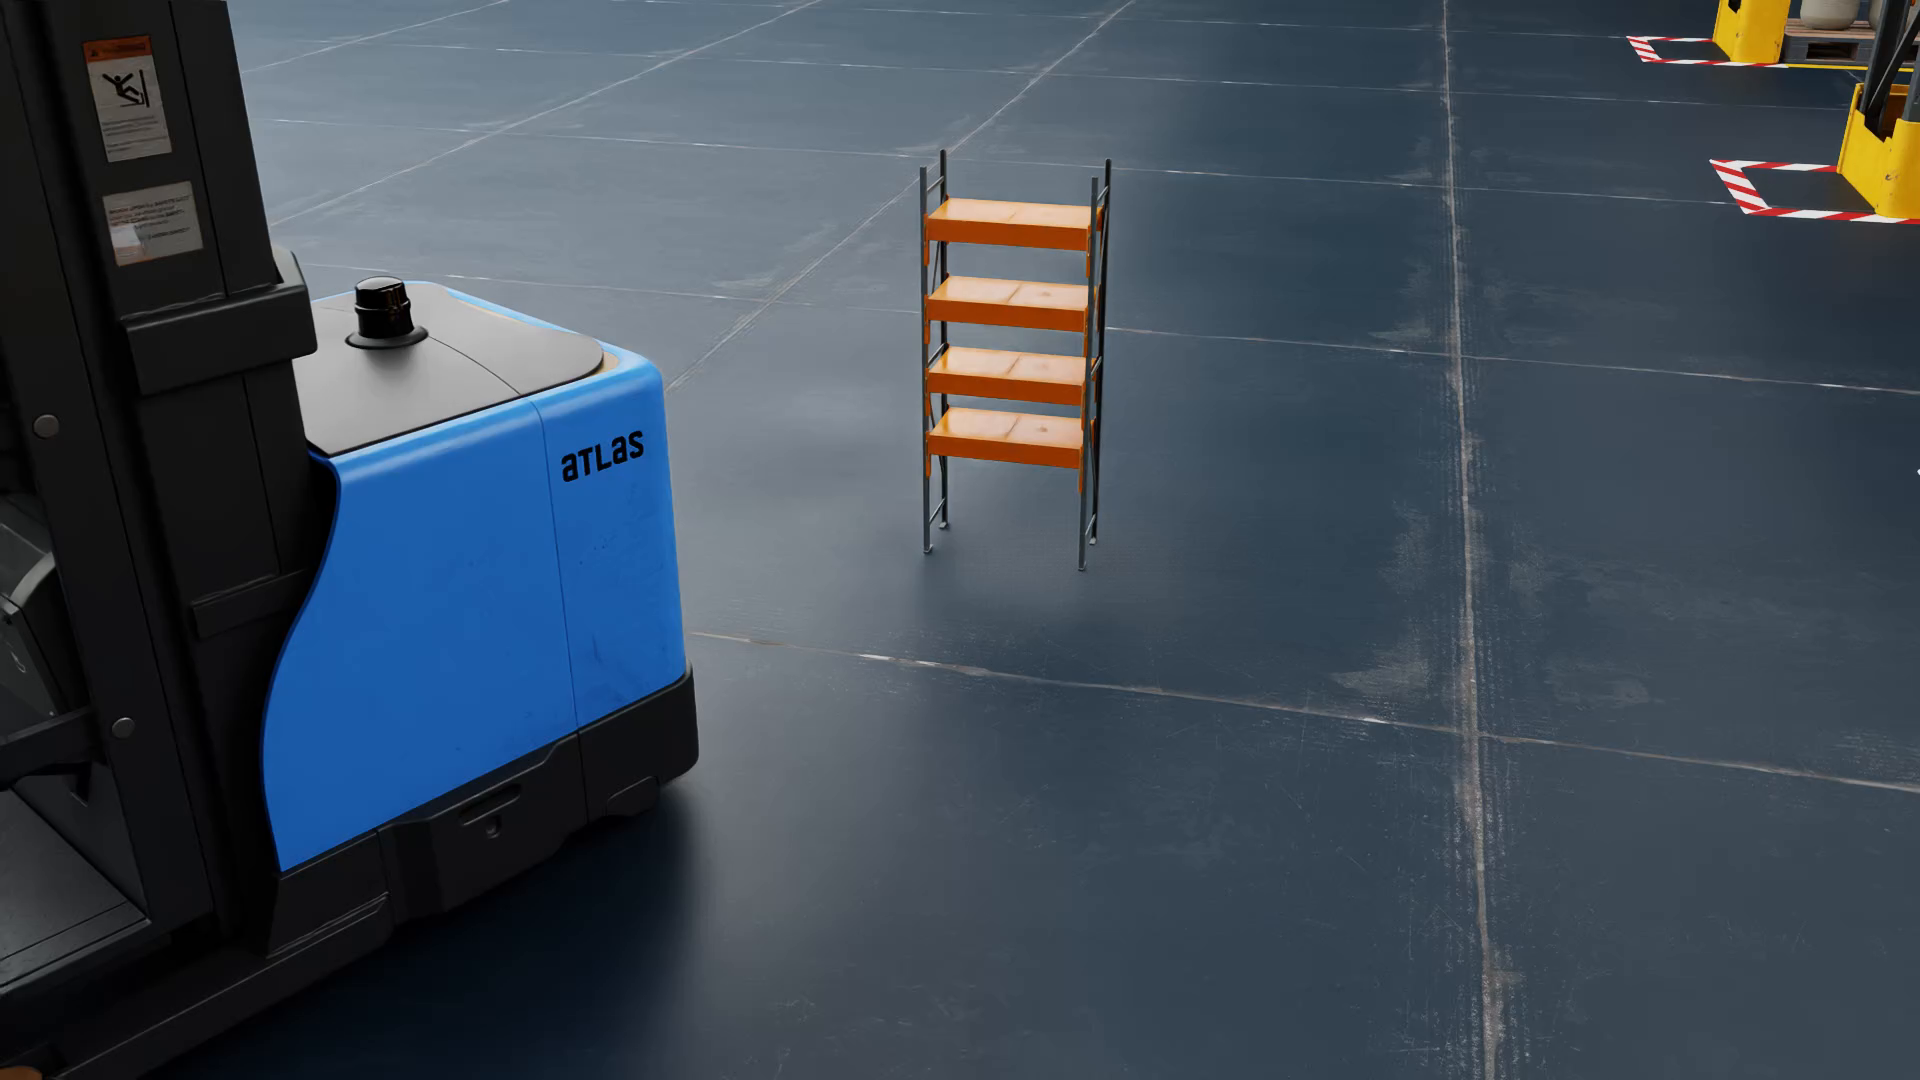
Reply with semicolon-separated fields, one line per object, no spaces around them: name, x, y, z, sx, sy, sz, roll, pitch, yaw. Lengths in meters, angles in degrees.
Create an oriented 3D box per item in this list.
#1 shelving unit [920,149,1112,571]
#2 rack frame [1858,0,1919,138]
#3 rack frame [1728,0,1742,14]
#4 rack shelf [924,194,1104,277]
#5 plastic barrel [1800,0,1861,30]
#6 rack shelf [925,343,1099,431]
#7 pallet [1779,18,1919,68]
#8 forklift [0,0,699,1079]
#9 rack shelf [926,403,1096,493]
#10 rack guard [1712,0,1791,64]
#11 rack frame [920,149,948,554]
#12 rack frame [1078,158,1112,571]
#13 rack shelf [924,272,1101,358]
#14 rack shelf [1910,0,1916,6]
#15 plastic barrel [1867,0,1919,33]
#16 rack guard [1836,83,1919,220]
shelving unit;0.160;-0.524;4.955;0.503;1.200;0.258;6;26;13
rack frame;5.144;-3.307;8.706;0.127;3.000;1.000;6;26;13
rack frame;6.377;-5.369;13.037;0.127;3.000;1.000;6;26;13
rack shelf;0.160;-0.879;4.786;0.480;0.148;0.258;6;26;13
plastic barrel;7.034;-4.396;13.400;0.421;0.512;0.421;0;25;0
rack shelf;0.160;-0.463;4.984;0.480;0.148;0.258;6;26;13
pallet;7.248;-4.032;13.473;1.213;0.211;1.003;6;26;13
forklift;-1.983;-0.406;2.692;1.130;2.935;3.031;21;33;37
rack shelf;0.160;-0.284;5.069;0.480;0.148;0.258;6;26;13
rack guard;6.463;-4.252;13.598;0.348;0.500;1.175;6;26;13
rack frame;-0.076;-0.550;5.010;0.015;1.200;0.240;6;26;13
rack frame;0.397;-0.498;4.900;0.015;1.200;0.240;6;26;13
rack shelf;0.160;-0.665;4.888;0.480;0.148;0.258;6;26;13
rack shelf;7.081;-2.768;8.411;4.000;0.370;1.077;6;26;13
plastic barrel;7.519;-4.343;13.288;0.421;0.512;0.421;0;25;0
rack guard;5.217;-2.170;9.226;0.348;0.500;1.175;6;26;13
